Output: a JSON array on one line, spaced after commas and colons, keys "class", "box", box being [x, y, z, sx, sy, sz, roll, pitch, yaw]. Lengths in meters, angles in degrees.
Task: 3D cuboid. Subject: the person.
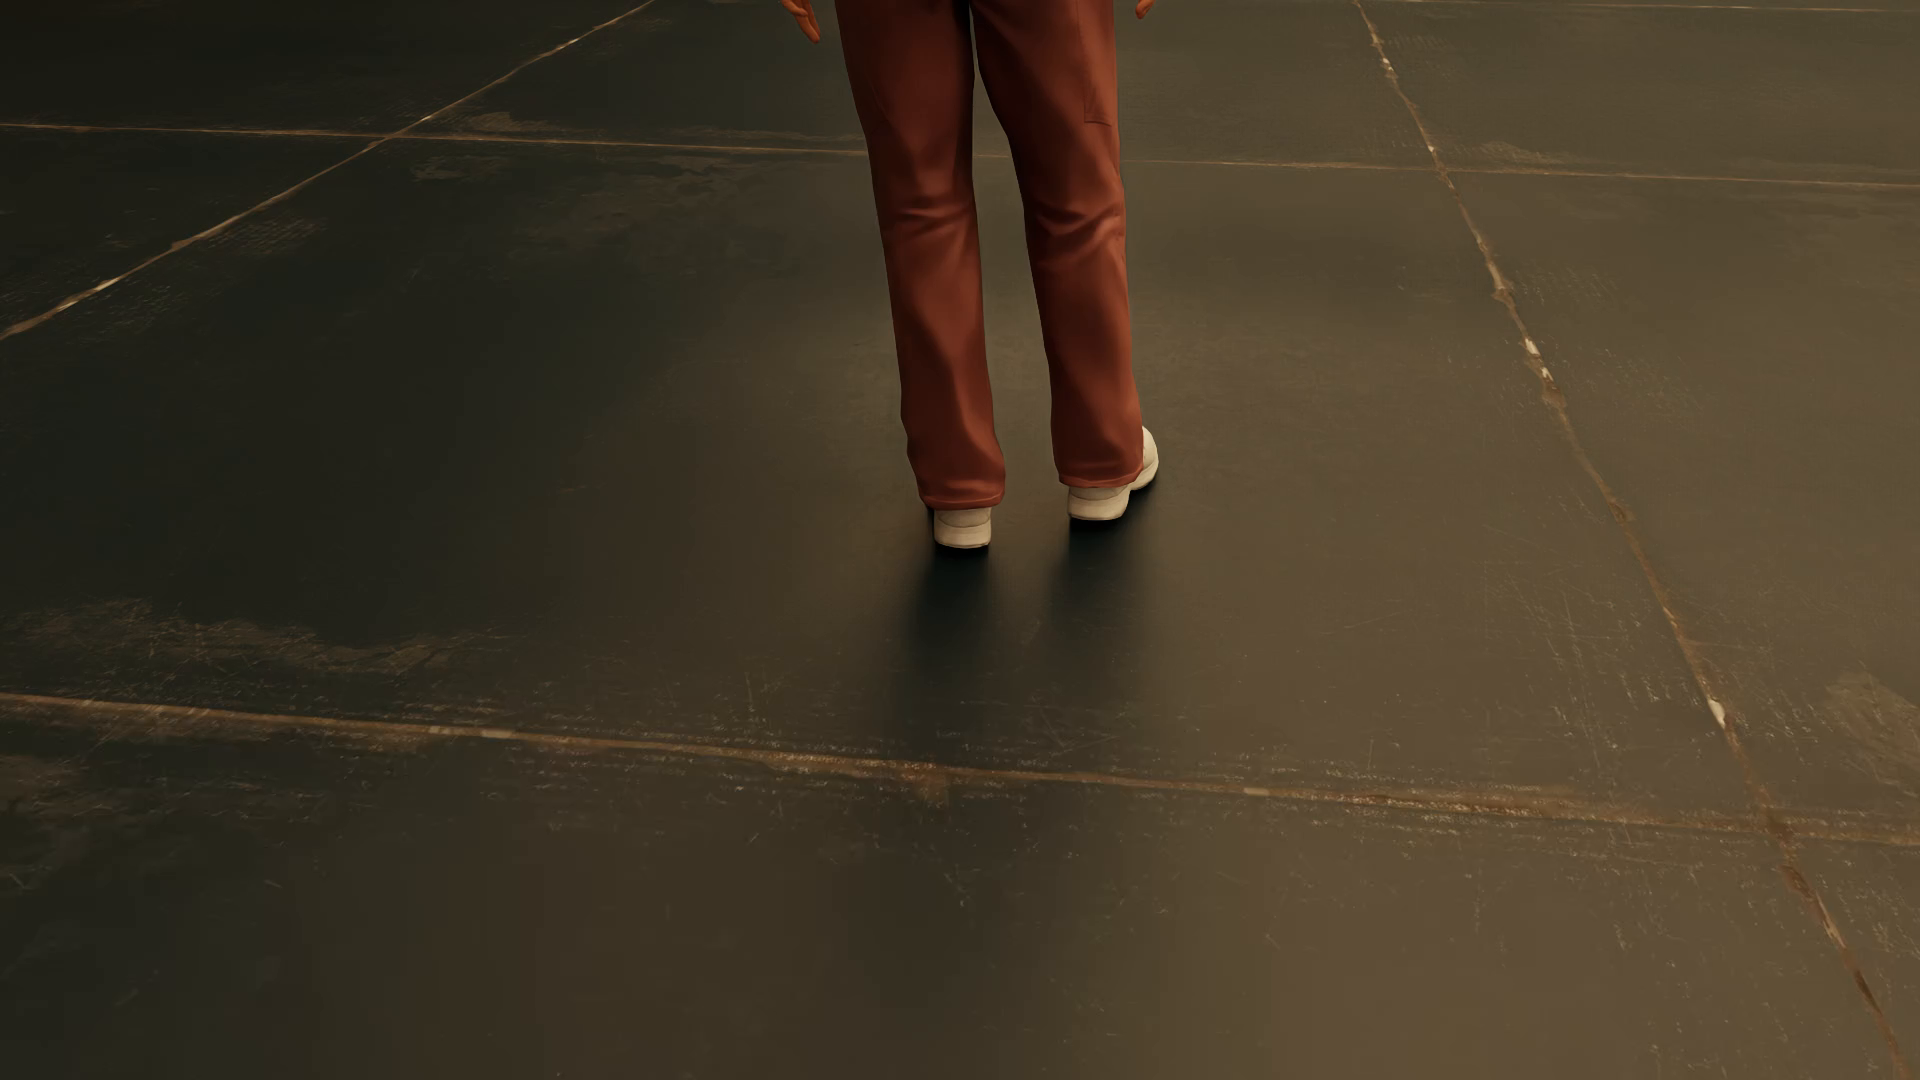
[{"class": "person", "box": [0.021, -0.789, 2.187, 0.553, 1.673, 0.548, 3, 27, 7]}]
